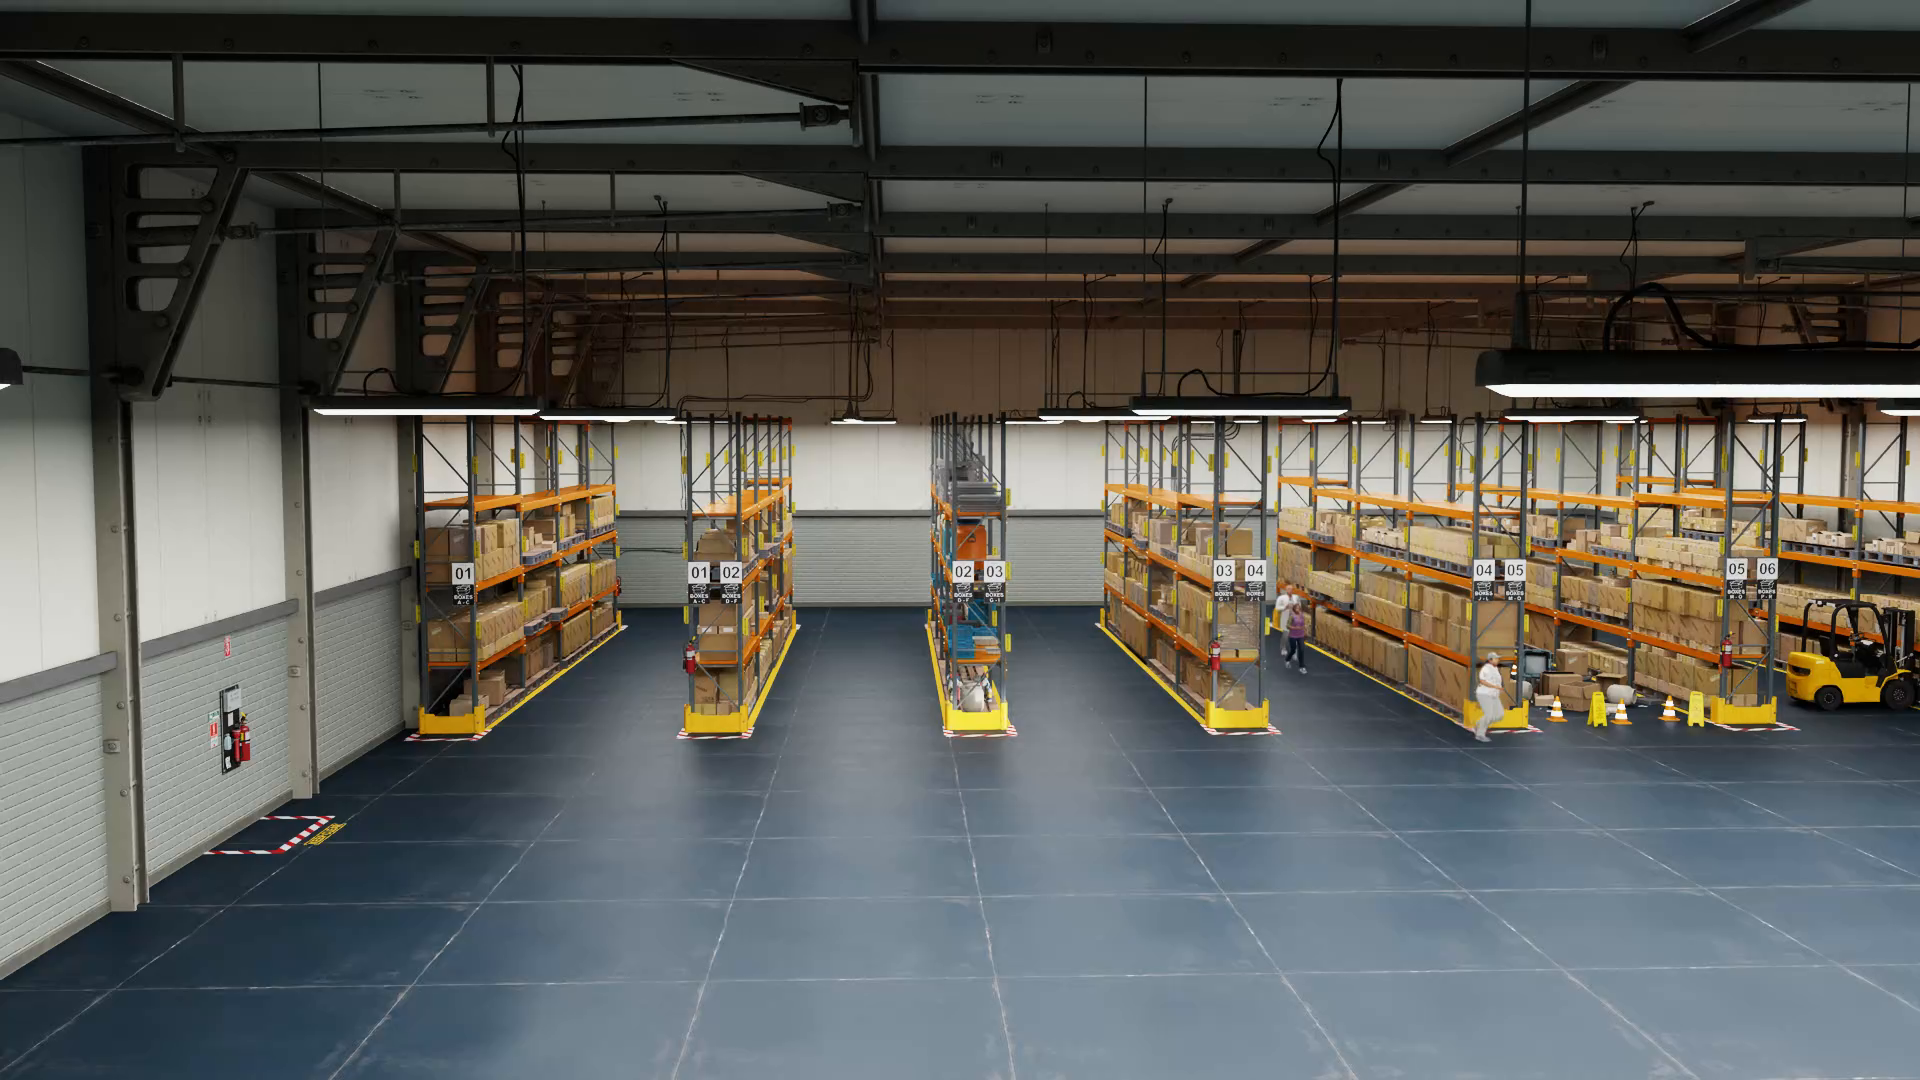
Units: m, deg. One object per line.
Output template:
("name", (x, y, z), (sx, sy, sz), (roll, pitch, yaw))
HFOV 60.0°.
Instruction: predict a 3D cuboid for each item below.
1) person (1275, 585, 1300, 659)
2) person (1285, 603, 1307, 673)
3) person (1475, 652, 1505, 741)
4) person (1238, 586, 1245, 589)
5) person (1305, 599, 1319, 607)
("person", (8.127, 2.003, 41.078), (0.694, 1.791, 0.970), (0, 4, -4))
("person", (7.823, 2.264, 38.641), (0.545, 1.580, 0.873), (-1, 4, -18))
("person", (9.714, 2.860, 30.385), (0.560, 1.599, 0.626), (4, 5, 44))
("person", (7.810, 1.721, 46.626), (0.713, 1.771, 0.728), (0, 4, 6))
("person", (10.349, 1.551, 48.952), (0.752, 1.678, 0.530), (-3, 5, -41))
